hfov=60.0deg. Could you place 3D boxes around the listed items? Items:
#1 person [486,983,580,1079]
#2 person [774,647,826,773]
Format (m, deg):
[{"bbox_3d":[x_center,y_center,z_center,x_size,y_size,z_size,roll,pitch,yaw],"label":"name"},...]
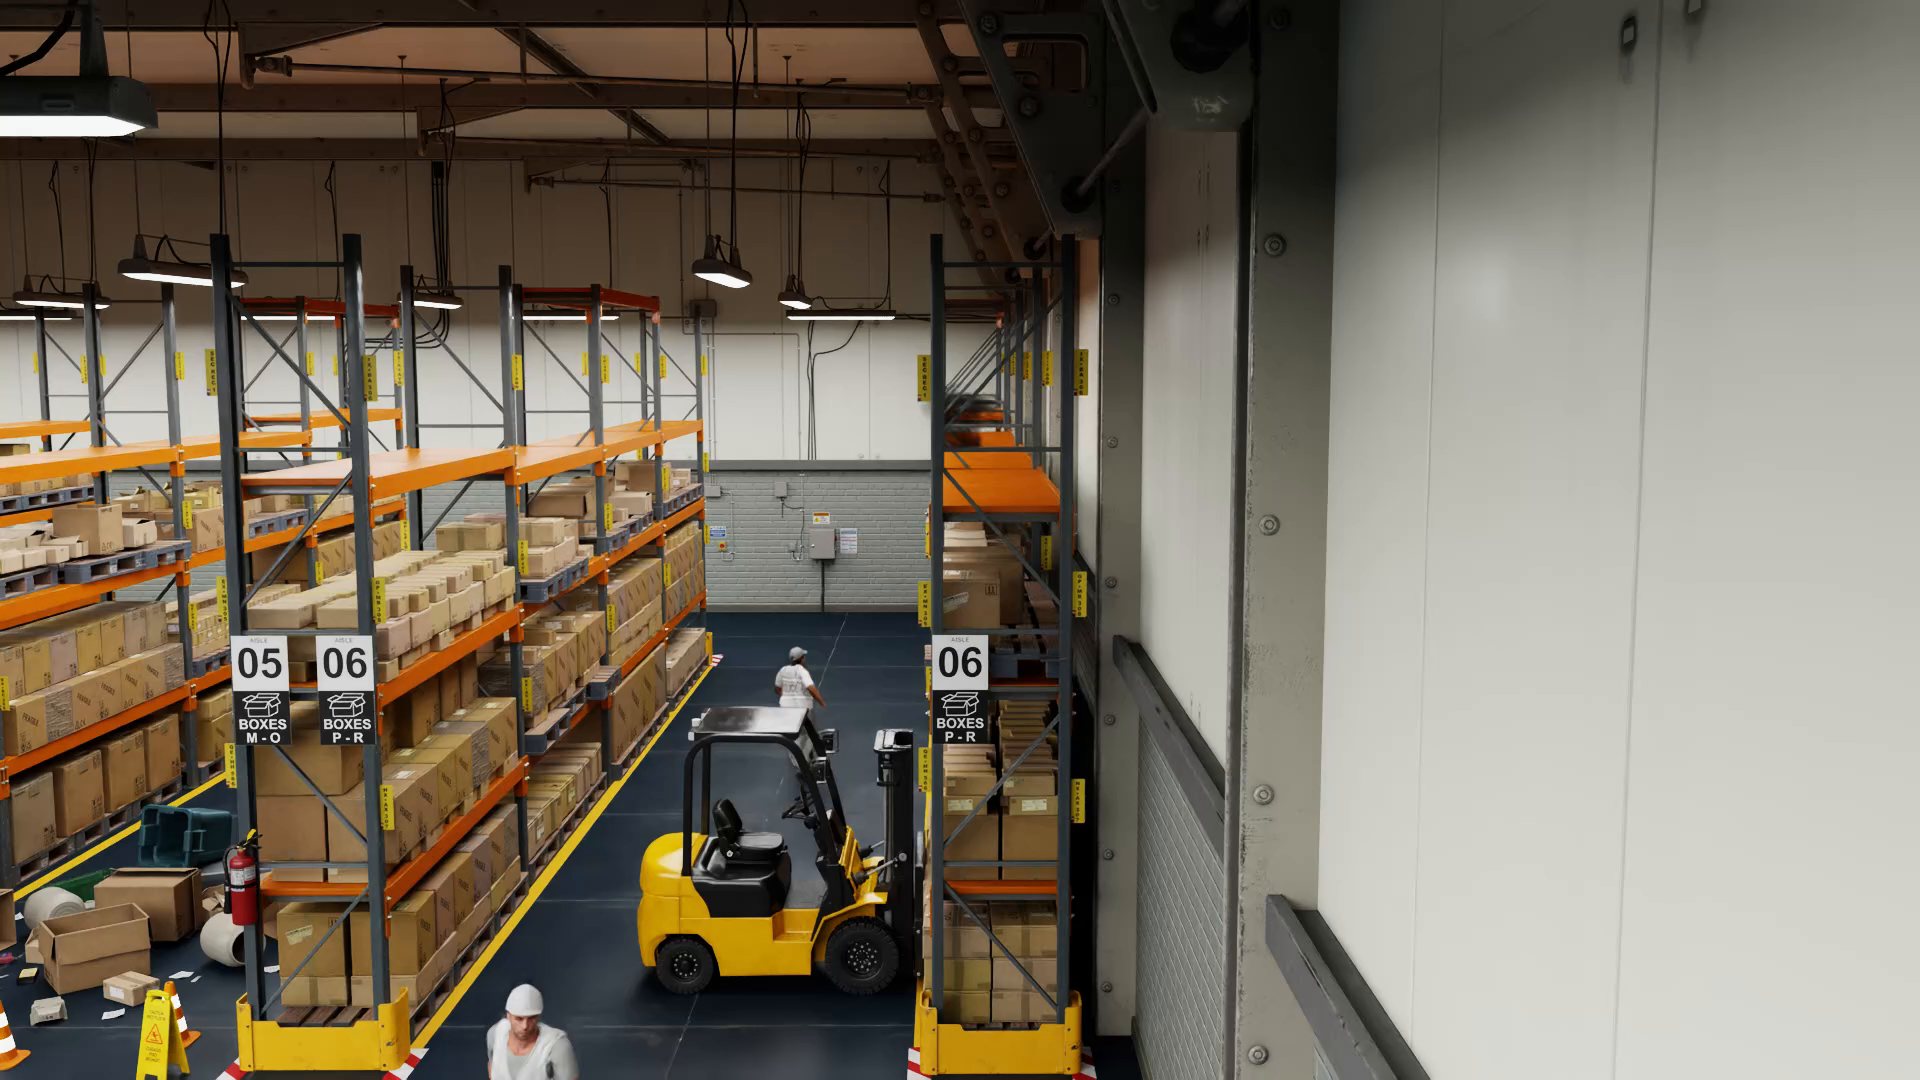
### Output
[{"bbox_3d":[-2.422,3.275,9.330,0.645,1.728,0.678,0,6,4],"label":"person"},{"bbox_3d":[-2.025,2.129,20.695,0.686,1.578,0.526,2,7,21],"label":"person"}]
